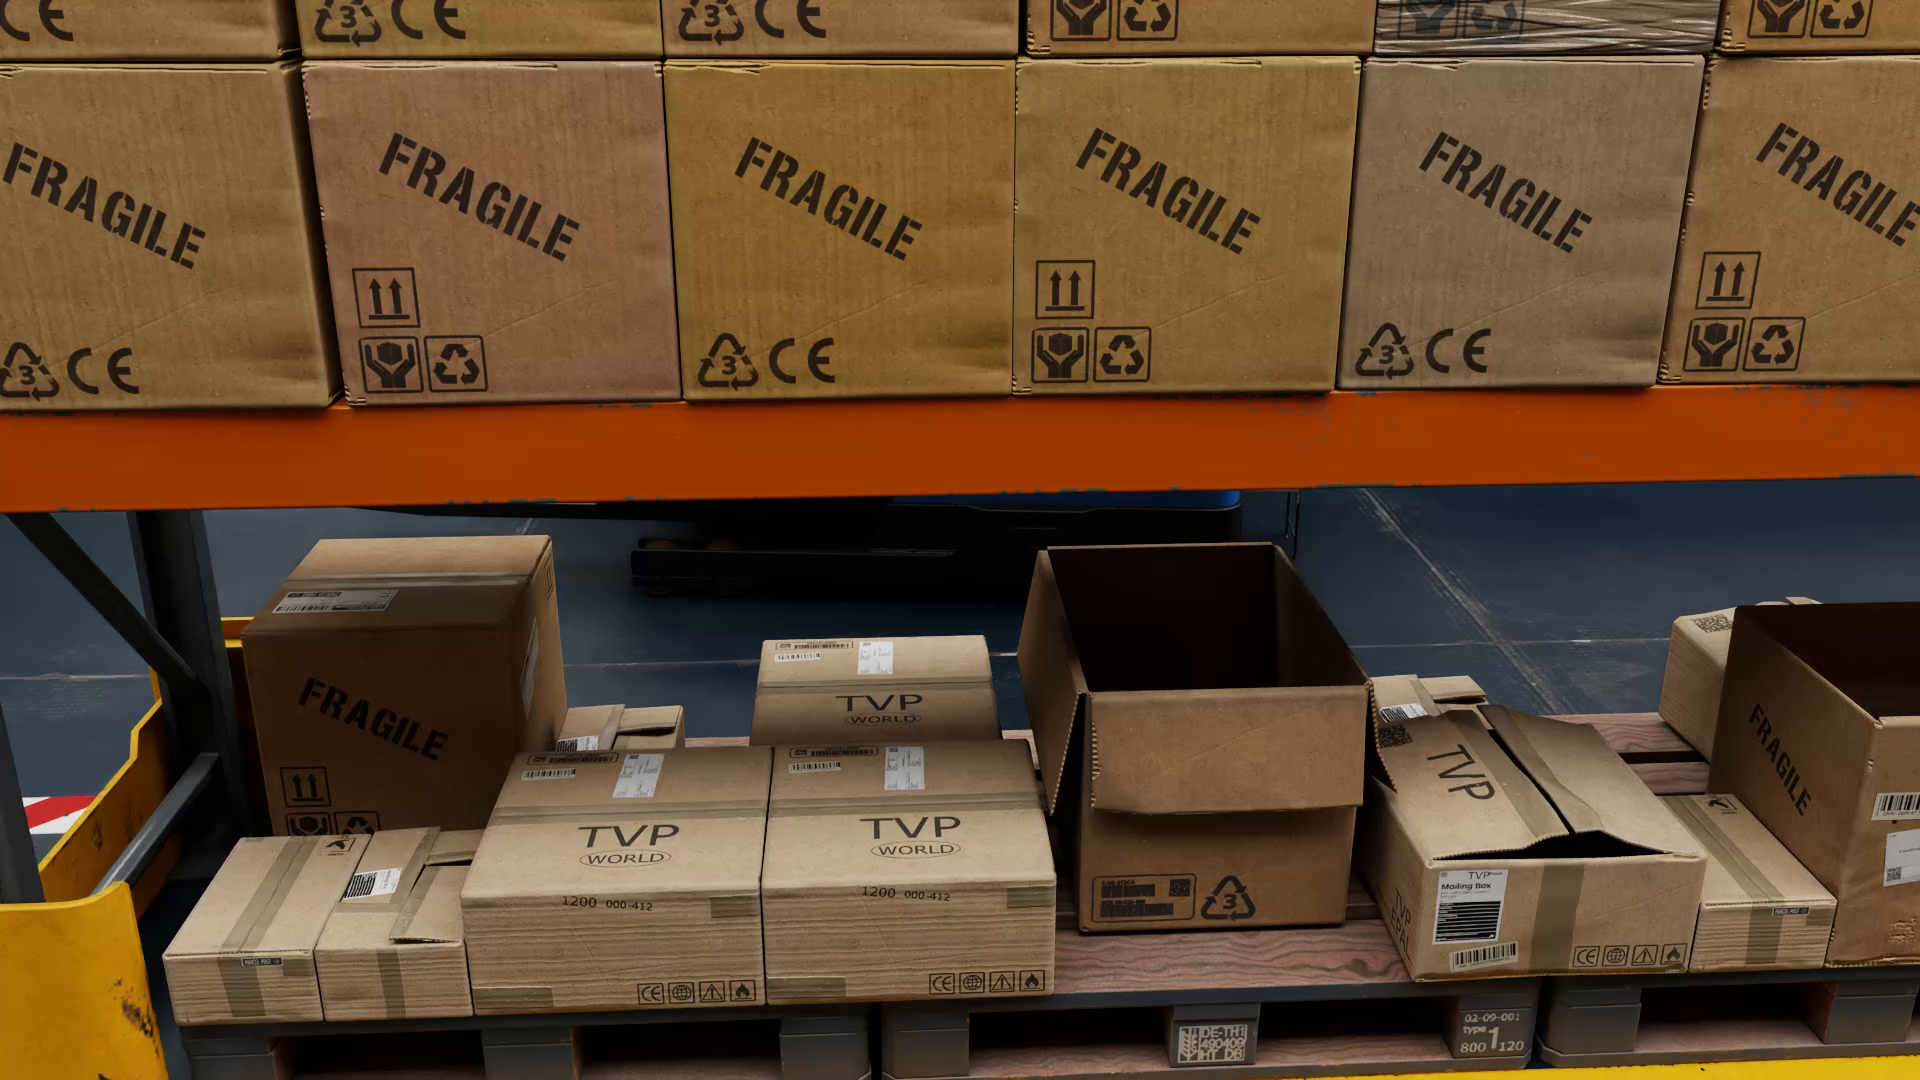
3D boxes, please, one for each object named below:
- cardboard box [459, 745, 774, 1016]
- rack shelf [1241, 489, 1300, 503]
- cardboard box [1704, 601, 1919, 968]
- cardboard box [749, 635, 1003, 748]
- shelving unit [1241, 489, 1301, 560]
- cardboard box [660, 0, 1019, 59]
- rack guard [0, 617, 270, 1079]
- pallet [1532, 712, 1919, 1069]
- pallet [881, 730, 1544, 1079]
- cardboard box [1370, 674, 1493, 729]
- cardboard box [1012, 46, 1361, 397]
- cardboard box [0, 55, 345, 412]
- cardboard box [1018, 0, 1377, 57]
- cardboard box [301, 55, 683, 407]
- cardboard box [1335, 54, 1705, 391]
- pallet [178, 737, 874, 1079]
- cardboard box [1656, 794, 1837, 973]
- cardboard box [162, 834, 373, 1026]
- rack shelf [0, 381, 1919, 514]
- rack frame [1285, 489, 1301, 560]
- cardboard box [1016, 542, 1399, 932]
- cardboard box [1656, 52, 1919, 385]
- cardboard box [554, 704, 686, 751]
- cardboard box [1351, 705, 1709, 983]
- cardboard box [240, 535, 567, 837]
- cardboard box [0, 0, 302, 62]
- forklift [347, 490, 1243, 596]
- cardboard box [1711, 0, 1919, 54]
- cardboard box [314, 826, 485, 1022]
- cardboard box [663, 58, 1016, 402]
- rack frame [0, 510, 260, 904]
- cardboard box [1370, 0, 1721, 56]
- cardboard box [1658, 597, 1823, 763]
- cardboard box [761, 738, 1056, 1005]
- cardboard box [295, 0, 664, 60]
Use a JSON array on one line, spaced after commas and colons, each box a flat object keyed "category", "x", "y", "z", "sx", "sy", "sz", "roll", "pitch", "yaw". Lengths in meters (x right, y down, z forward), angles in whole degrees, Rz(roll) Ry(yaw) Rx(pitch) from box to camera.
[{"category": "cardboard box", "x": -0.599, "y": 0.609, "z": 3.052, "sx": 0.500, "sy": 0.250, "sz": 0.500, "roll": -1, "pitch": 21, "yaw": -3}, {"category": "rack shelf", "x": 1.002, "y": -0.200, "z": 5.482, "sx": 0.200, "sy": 0.077, "sz": 0.258, "roll": 1, "pitch": 21, "yaw": 3}, {"category": "cardboard box", "x": 1.784, "y": 0.444, "z": 3.135, "sx": 0.500, "sy": 0.500, "sz": 0.500, "roll": -1, "pitch": 21, "yaw": -3}, {"category": "cardboard box", "x": -0.178, "y": 0.422, "z": 3.542, "sx": 0.500, "sy": 0.250, "sz": 0.500, "roll": -1, "pitch": 21, "yaw": -3}, {"category": "shelving unit", "x": 1.002, "y": -0.400, "z": 5.406, "sx": 0.210, "sy": 0.900, "sz": 0.258, "roll": 1, "pitch": 21, "yaw": 3}, {"category": "cardboard box", "x": -0.178, "y": -1.001, "z": 2.489, "sx": 0.500, "sy": 0.500, "sz": 0.500, "roll": -1, "pitch": 21, "yaw": -2}, {"category": "rack guard", "x": -1.581, "y": 0.617, "z": 3.299, "sx": 0.348, "sy": 0.500, "sz": 1.175, "roll": -1, "pitch": 21, "yaw": -3}, {"category": "pallet", "x": 1.651, "y": 0.686, "z": 3.524, "sx": 1.213, "sy": 0.211, "sz": 1.003, "roll": -1, "pitch": 21, "yaw": -3}, {"category": "pallet", "x": 0.430, "y": 0.711, "z": 3.456, "sx": 1.213, "sy": 0.211, "sz": 1.003, "roll": -1, "pitch": 21, "yaw": -3}, {"category": "cardboard box", "x": 1.042, "y": 0.440, "z": 3.613, "sx": 0.250, "sy": 0.166, "sz": 0.380, "roll": -1, "pitch": 21, "yaw": -3}, {"category": "cardboard box", "x": 0.316, "y": -0.543, "z": 2.692, "sx": 0.500, "sy": 0.500, "sz": 0.500, "roll": -1, "pitch": 21, "yaw": -2}, {"category": "cardboard box", "x": -1.199, "y": -0.512, "z": 2.610, "sx": 0.500, "sy": 0.500, "sz": 0.500, "roll": -1, "pitch": 21, "yaw": -2}, {"category": "cardboard box", "x": 0.329, "y": -1.012, "z": 2.517, "sx": 0.500, "sy": 0.500, "sz": 0.500, "roll": -1, "pitch": 21, "yaw": -4}, {"category": "cardboard box", "x": -0.684, "y": -0.524, "z": 2.642, "sx": 0.500, "sy": 0.500, "sz": 0.500, "roll": -1, "pitch": 21, "yaw": -4}, {"category": "cardboard box", "x": 0.825, "y": -0.555, "z": 2.721, "sx": 0.500, "sy": 0.500, "sz": 0.500, "roll": -1, "pitch": 21, "yaw": -2}, {"category": "pallet", "x": -0.785, "y": 0.735, "z": 3.394, "sx": 1.213, "sy": 0.211, "sz": 1.003, "roll": -1, "pitch": 21, "yaw": -3}, {"category": "cardboard box", "x": 1.413, "y": 0.637, "z": 3.121, "sx": 0.250, "sy": 0.149, "sz": 0.380, "roll": -1, "pitch": 21, "yaw": -3}, {"category": "cardboard box", "x": -1.219, "y": 0.690, "z": 2.981, "sx": 0.250, "sy": 0.149, "sz": 0.380, "roll": -1, "pitch": 21, "yaw": -3}, {"category": "rack shelf", "x": 0.340, "y": -0.254, "z": 3.085, "sx": 4.000, "sy": 0.370, "sz": 1.077, "roll": -1, "pitch": 21, "yaw": -3}, {"category": "rack frame", "x": 1.104, "y": -0.398, "z": 5.400, "sx": 0.006, "sy": 0.900, "sz": 0.240, "roll": 1, "pitch": 21, "yaw": 3}, {"category": "cardboard box", "x": 0.461, "y": 0.370, "z": 3.324, "sx": 0.637, "sy": 0.503, "sz": 0.797, "roll": -1, "pitch": 21, "yaw": -3}, {"category": "cardboard box", "x": 1.337, "y": -0.566, "z": 2.751, "sx": 0.500, "sy": 0.500, "sz": 0.500, "roll": -1, "pitch": 21, "yaw": -2}, {"category": "cardboard box", "x": -0.719, "y": 0.494, "z": 3.472, "sx": 0.250, "sy": 0.166, "sz": 0.380, "roll": -1, "pitch": 21, "yaw": -3}, {"category": "cardboard box", "x": 1.035, "y": 0.547, "z": 3.128, "sx": 0.500, "sy": 0.311, "sz": 0.500, "roll": -1, "pitch": 21, "yaw": -3}, {"category": "cardboard box", "x": -1.128, "y": 0.314, "z": 3.475, "sx": 0.500, "sy": 0.500, "sz": 0.500, "roll": -1, "pitch": 21, "yaw": -3}, {"category": "cardboard box", "x": -1.199, "y": -0.979, "z": 2.432, "sx": 0.500, "sy": 0.500, "sz": 0.500, "roll": -1, "pitch": 21, "yaw": -1}, {"category": "forklift", "x": -0.624, "y": -1.383, "z": 5.133, "sx": 3.031, "sy": 2.935, "sz": 1.130, "roll": 1, "pitch": 21, "yaw": 3}, {"category": "cardboard box", "x": 1.335, "y": -1.032, "z": 2.569, "sx": 0.500, "sy": 0.500, "sz": 0.500, "roll": -2, "pitch": 21, "yaw": -4}, {"category": "cardboard box", "x": -0.970, "y": 0.677, "z": 2.991, "sx": 0.250, "sy": 0.166, "sz": 0.380, "roll": -1, "pitch": 21, "yaw": -3}, {"category": "cardboard box", "x": -0.183, "y": -0.534, "z": 2.666, "sx": 0.500, "sy": 0.500, "sz": 0.500, "roll": -1, "pitch": 21, "yaw": -3}, {"category": "rack frame", "x": -1.657, "y": -0.550, "z": 2.850, "sx": 0.127, "sy": 3.000, "sz": 1.000, "roll": -1, "pitch": 21, "yaw": -3}, {"category": "cardboard box", "x": 0.832, "y": -1.022, "z": 2.543, "sx": 0.500, "sy": 0.500, "sz": 0.500, "roll": -1, "pitch": 21, "yaw": -3}, {"category": "cardboard box", "x": 1.905, "y": 0.351, "z": 3.643, "sx": 0.500, "sy": 0.311, "sz": 0.500, "roll": -1, "pitch": 21, "yaw": -3}, {"category": "cardboard box", "x": -0.100, "y": 0.599, "z": 3.079, "sx": 0.500, "sy": 0.250, "sz": 0.500, "roll": -1, "pitch": 21, "yaw": -3}, {"category": "cardboard box", "x": -0.678, "y": -0.993, "z": 2.467, "sx": 0.500, "sy": 0.500, "sz": 0.500, "roll": -1, "pitch": 21, "yaw": -2}]
